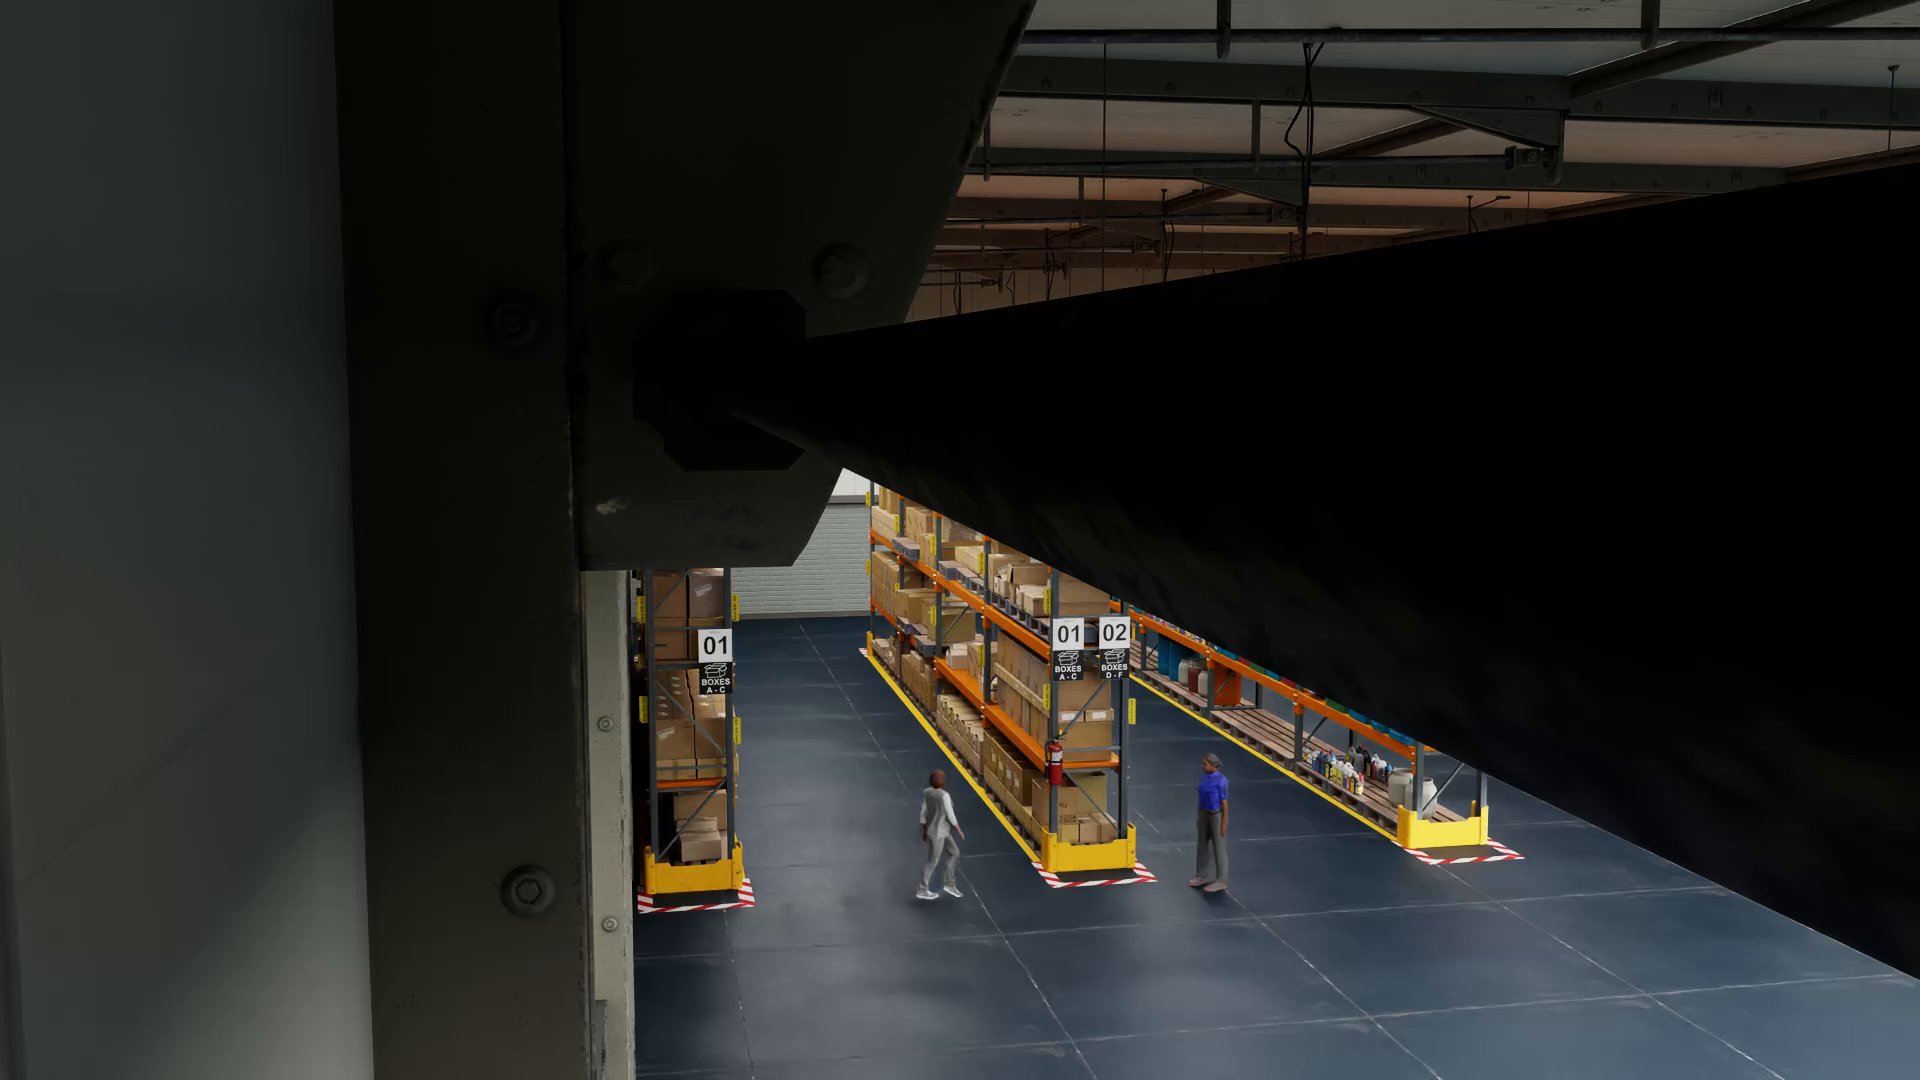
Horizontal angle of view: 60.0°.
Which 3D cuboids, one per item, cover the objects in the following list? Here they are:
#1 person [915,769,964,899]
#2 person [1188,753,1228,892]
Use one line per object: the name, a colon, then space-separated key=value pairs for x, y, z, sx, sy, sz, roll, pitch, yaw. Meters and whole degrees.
person: x=-0.244 y=3.497 z=19.638 sx=0.592 sy=1.600 sz=0.401 roll=0 pitch=6 yaw=-4
person: x=3.013 y=3.397 z=20.148 sx=0.405 sy=1.663 sz=0.490 roll=-4 pitch=7 yaw=-35
